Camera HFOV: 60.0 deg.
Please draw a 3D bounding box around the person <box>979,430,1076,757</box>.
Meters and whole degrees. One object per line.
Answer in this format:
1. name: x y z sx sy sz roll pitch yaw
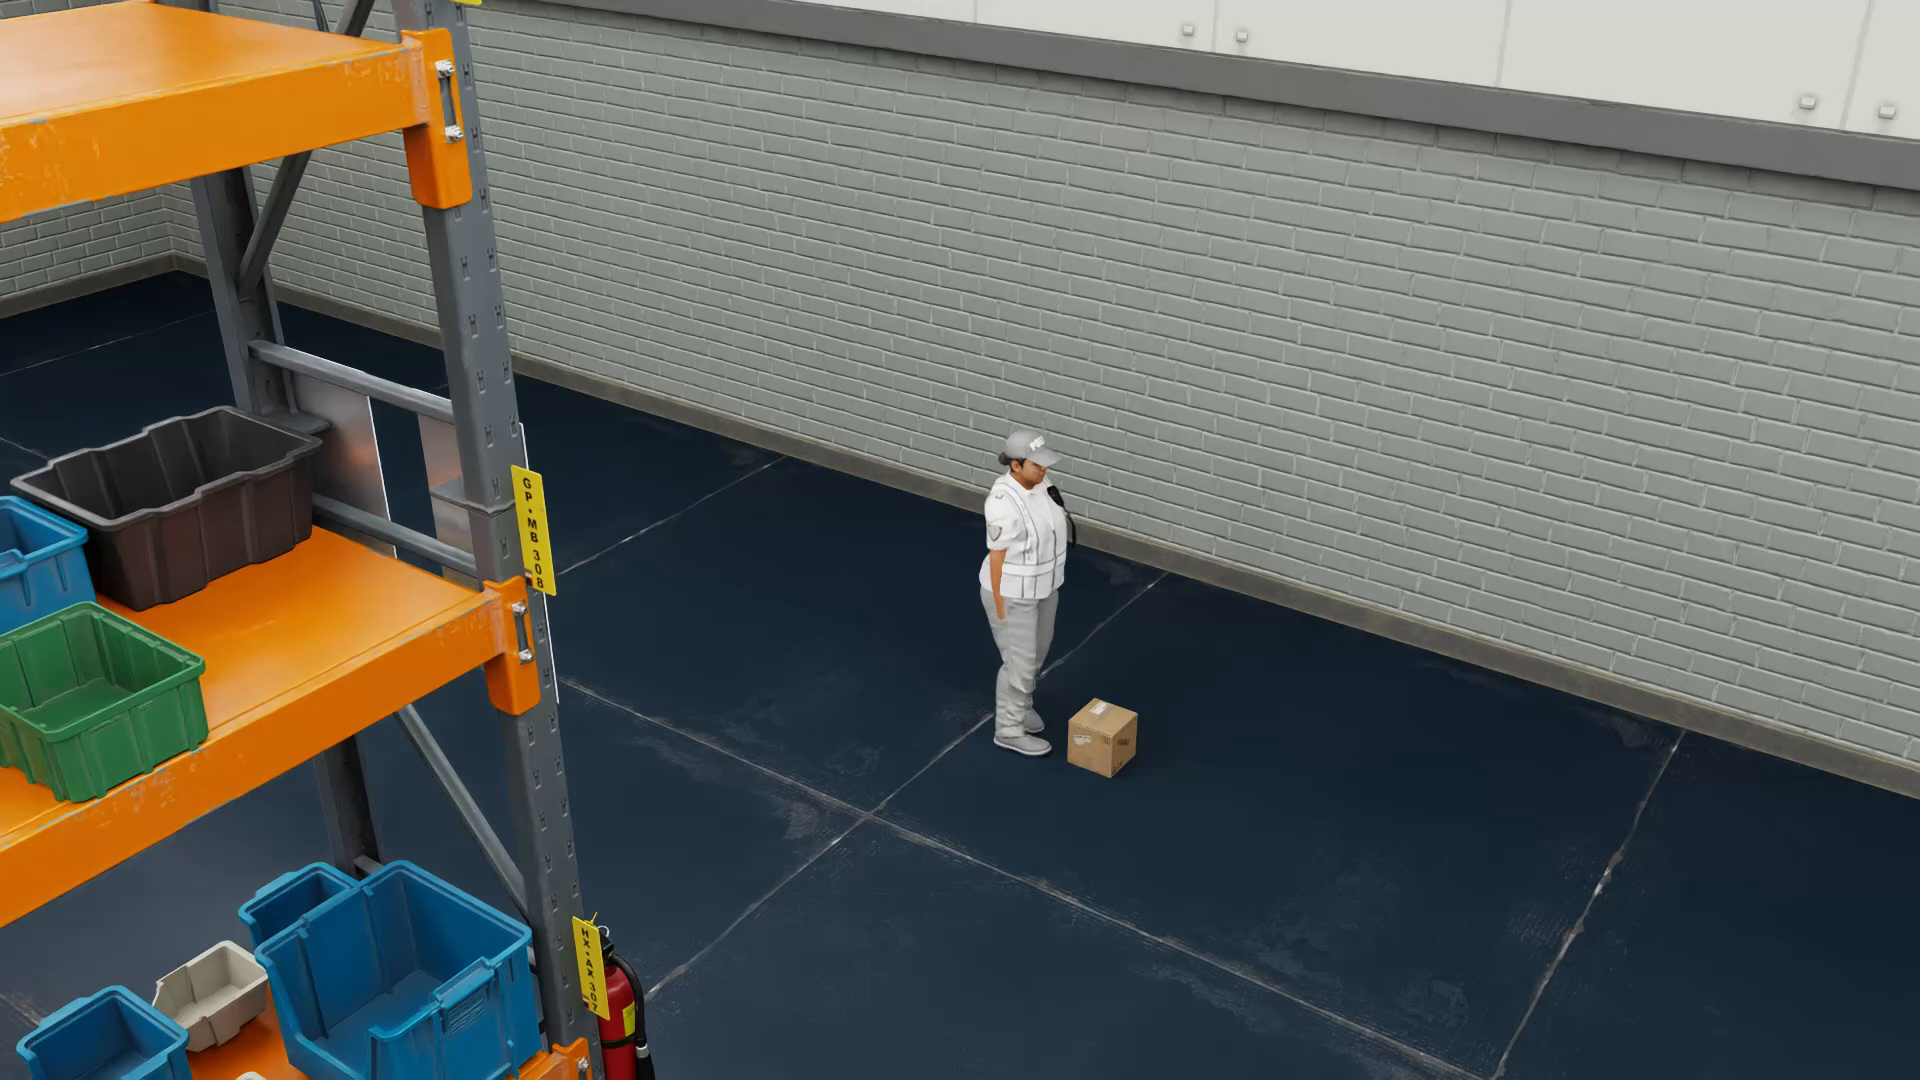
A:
1. person: 0.338 0.246 8.153 0.435 1.673 0.470 17 32 30
